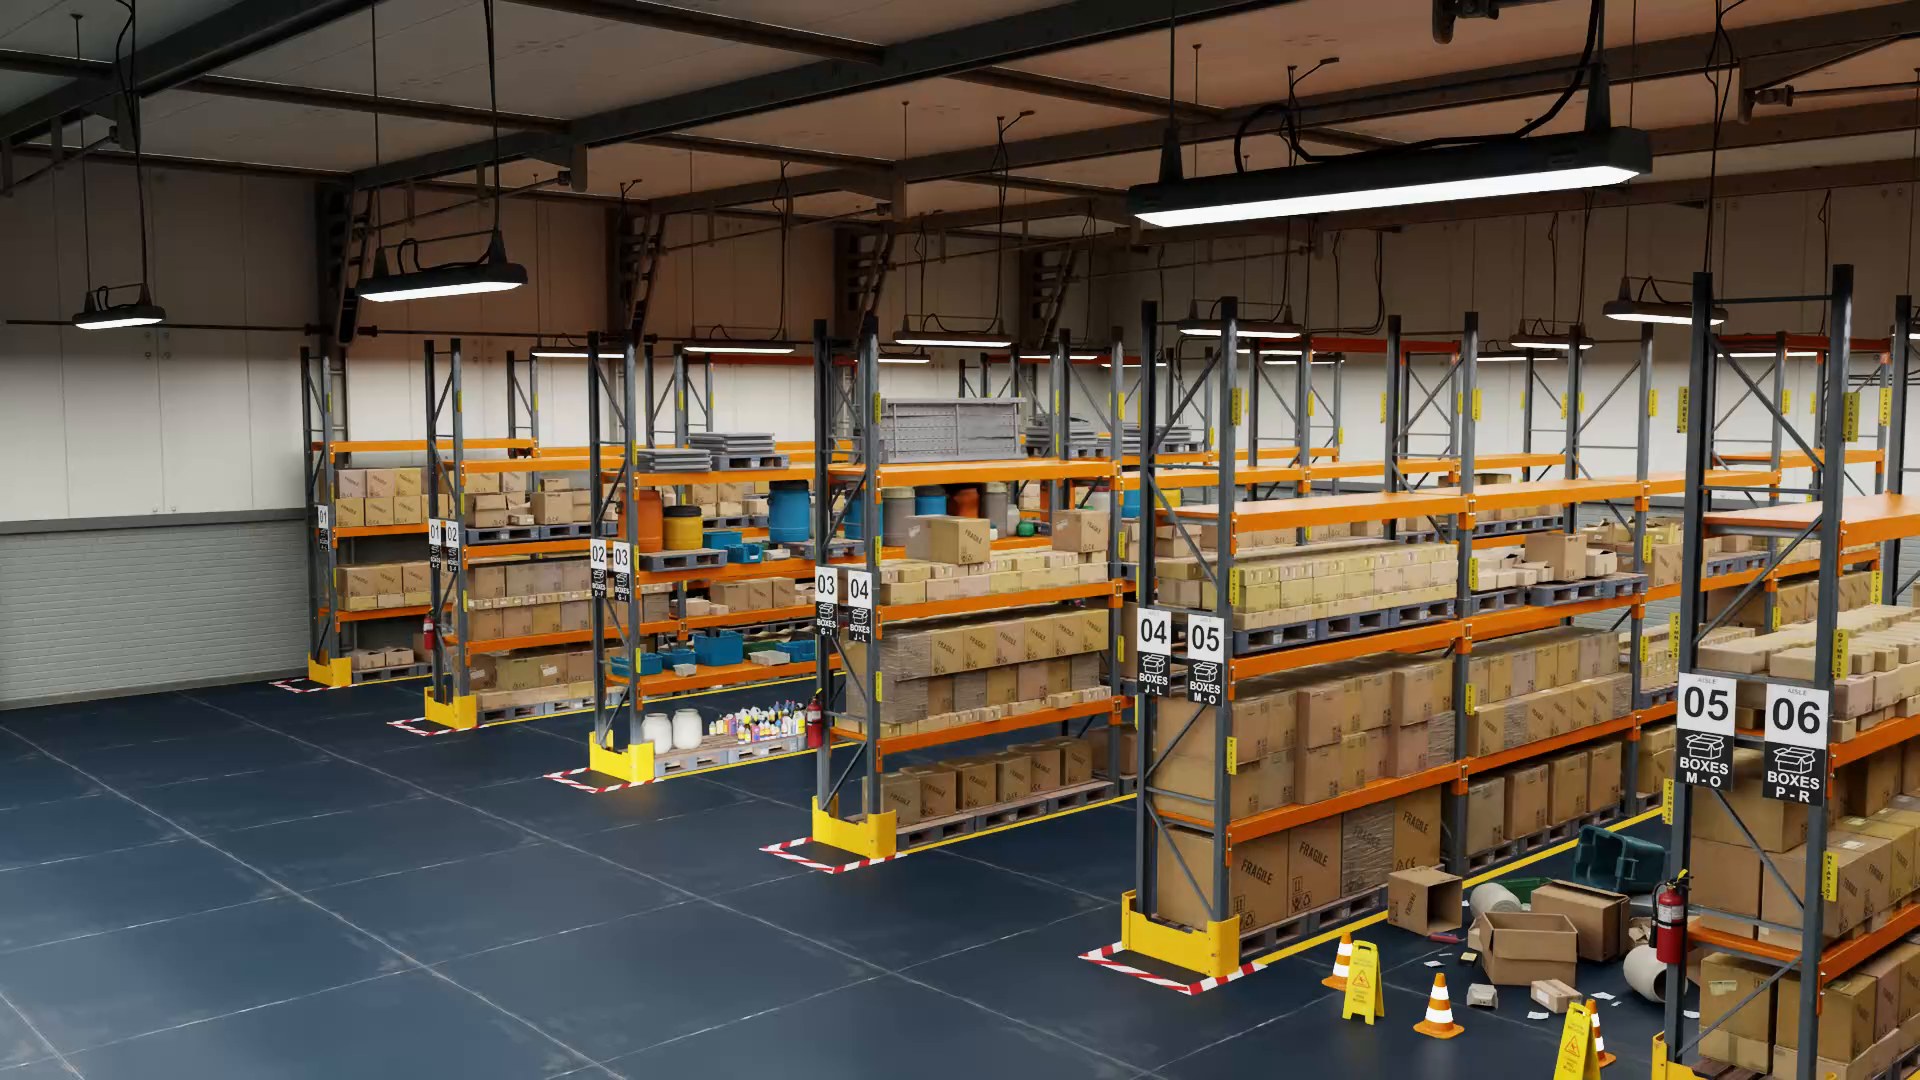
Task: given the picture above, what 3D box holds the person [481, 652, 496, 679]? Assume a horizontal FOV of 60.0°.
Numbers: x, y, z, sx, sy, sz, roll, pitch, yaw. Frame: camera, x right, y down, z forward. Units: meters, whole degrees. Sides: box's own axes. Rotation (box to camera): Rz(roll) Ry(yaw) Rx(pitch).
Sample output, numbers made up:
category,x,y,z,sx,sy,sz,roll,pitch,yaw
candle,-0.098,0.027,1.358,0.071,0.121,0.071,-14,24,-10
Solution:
category,x,y,z,sx,sy,sz,roll,pitch,yaw
person,-8.619,1.762,29.650,0.588,1.683,0.707,-1,5,-6
